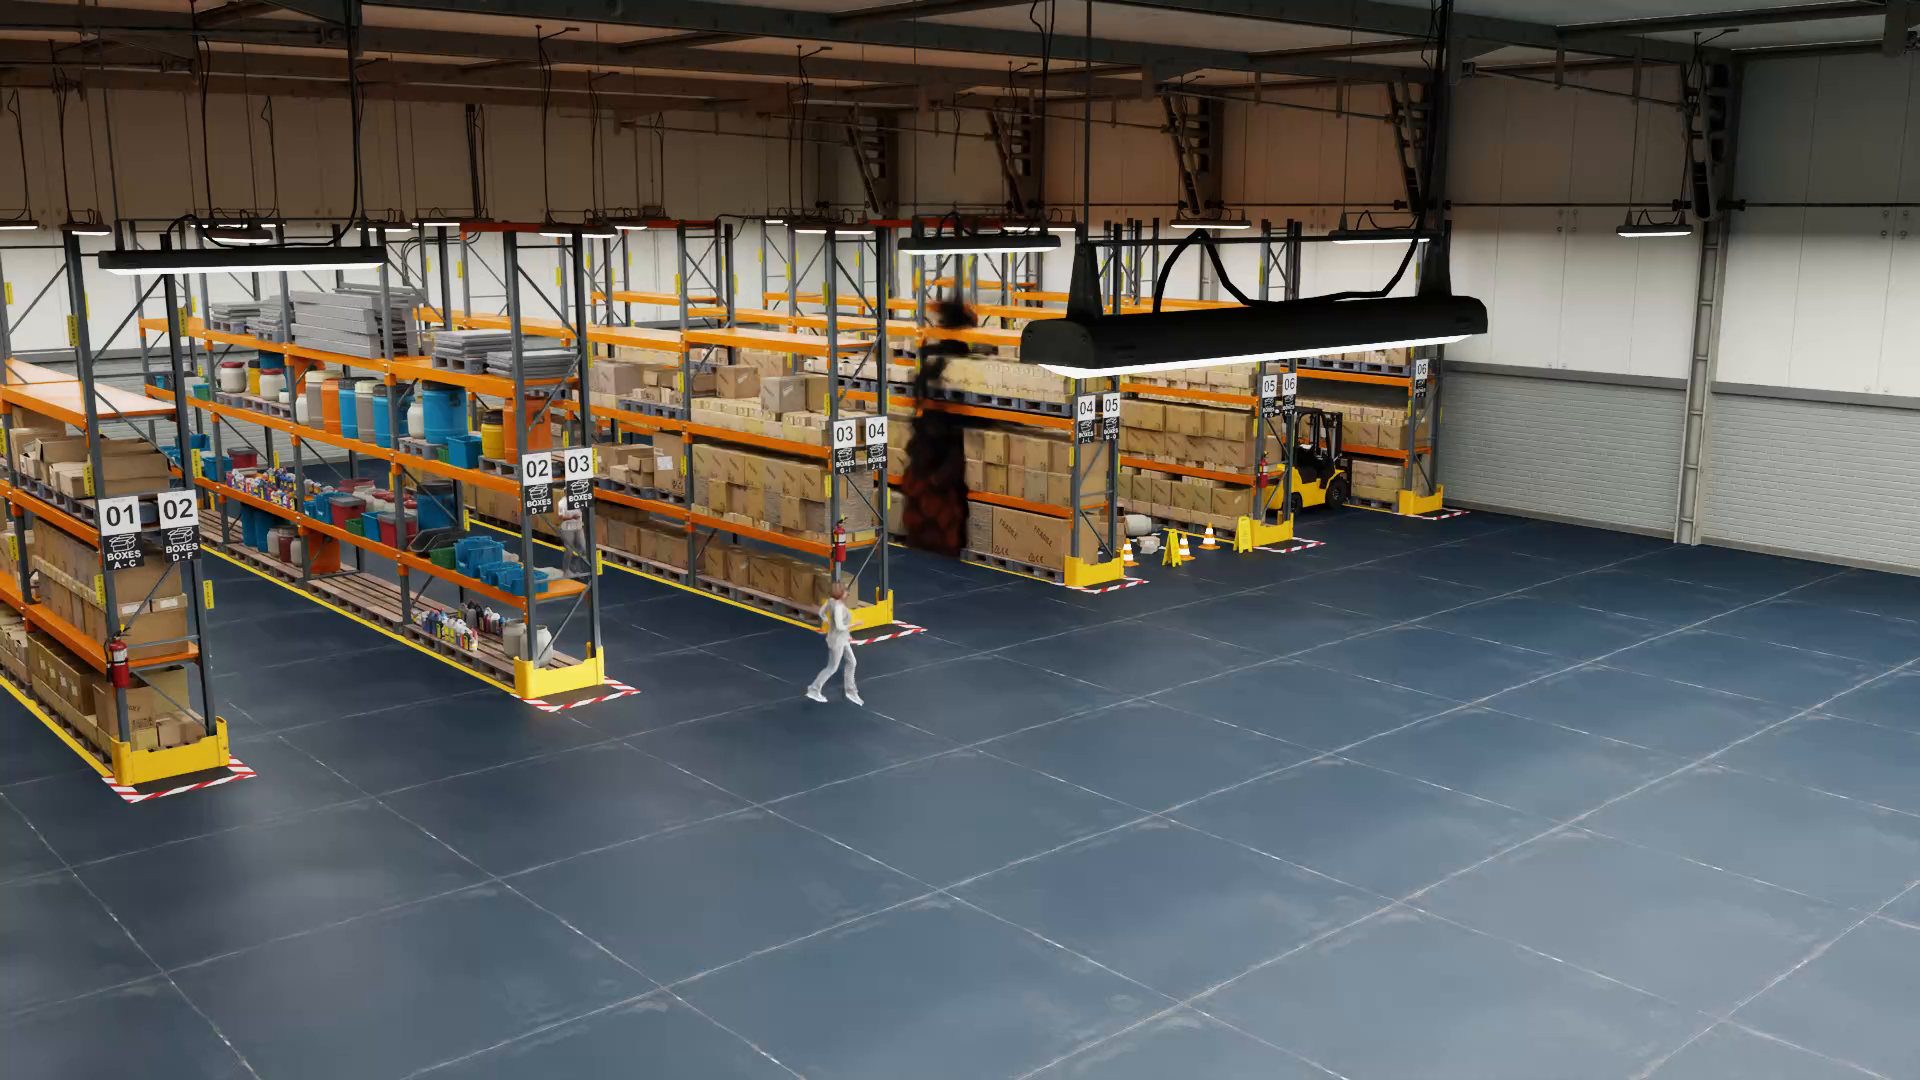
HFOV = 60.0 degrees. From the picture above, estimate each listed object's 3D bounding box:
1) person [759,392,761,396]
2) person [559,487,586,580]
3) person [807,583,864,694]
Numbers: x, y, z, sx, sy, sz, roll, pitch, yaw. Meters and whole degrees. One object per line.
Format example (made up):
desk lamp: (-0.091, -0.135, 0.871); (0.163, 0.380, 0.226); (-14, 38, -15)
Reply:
person: (-5.314, -3.327, 44.428); (0.578, 1.402, 0.608); (-5, 13, -25)
person: (-6.588, -0.155, 28.410); (0.555, 1.727, 0.660); (-11, 16, -44)
person: (-1.581, 1.268, 21.153); (0.743, 1.492, 0.489); (-1, 11, -5)
